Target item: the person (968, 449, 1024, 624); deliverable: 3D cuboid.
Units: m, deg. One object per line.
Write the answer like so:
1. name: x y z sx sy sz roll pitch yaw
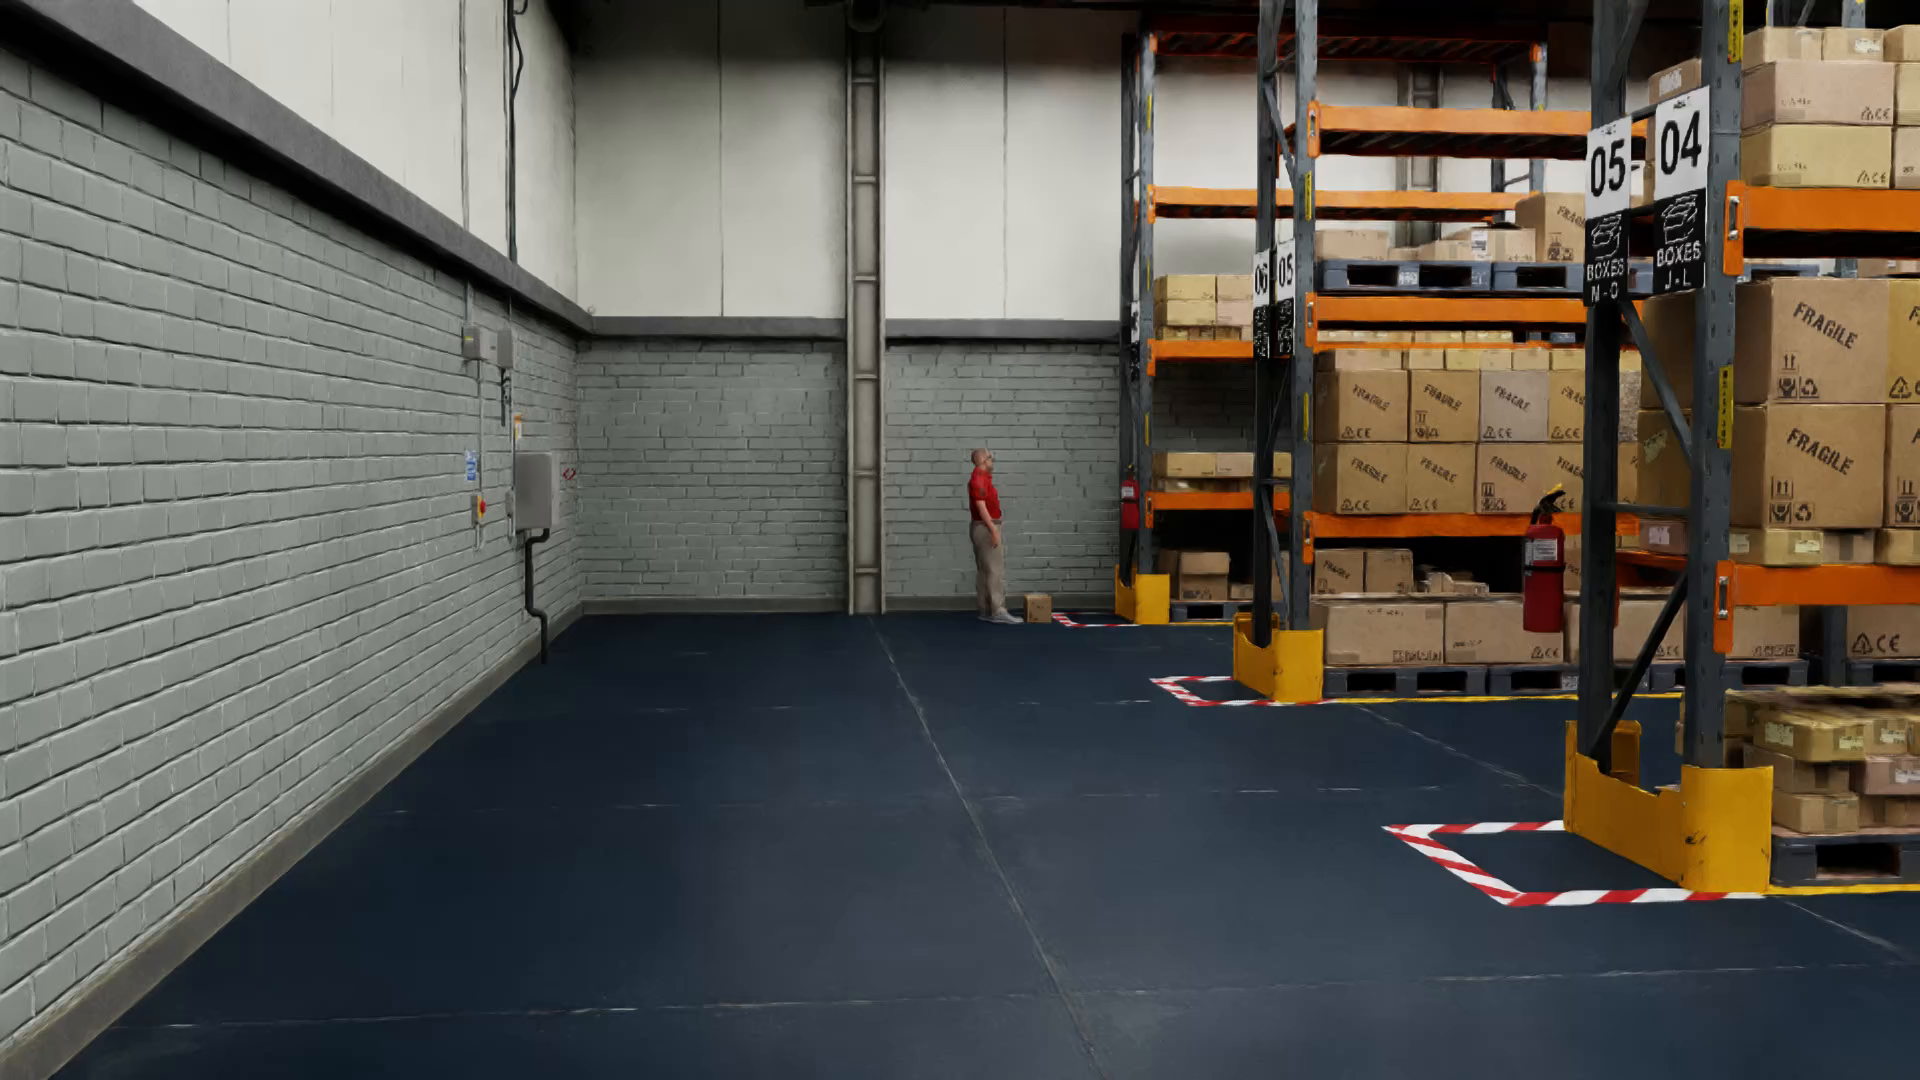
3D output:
1. person: 0.349 -0.051 16.662 0.526 1.729 0.644 0 3 -6
